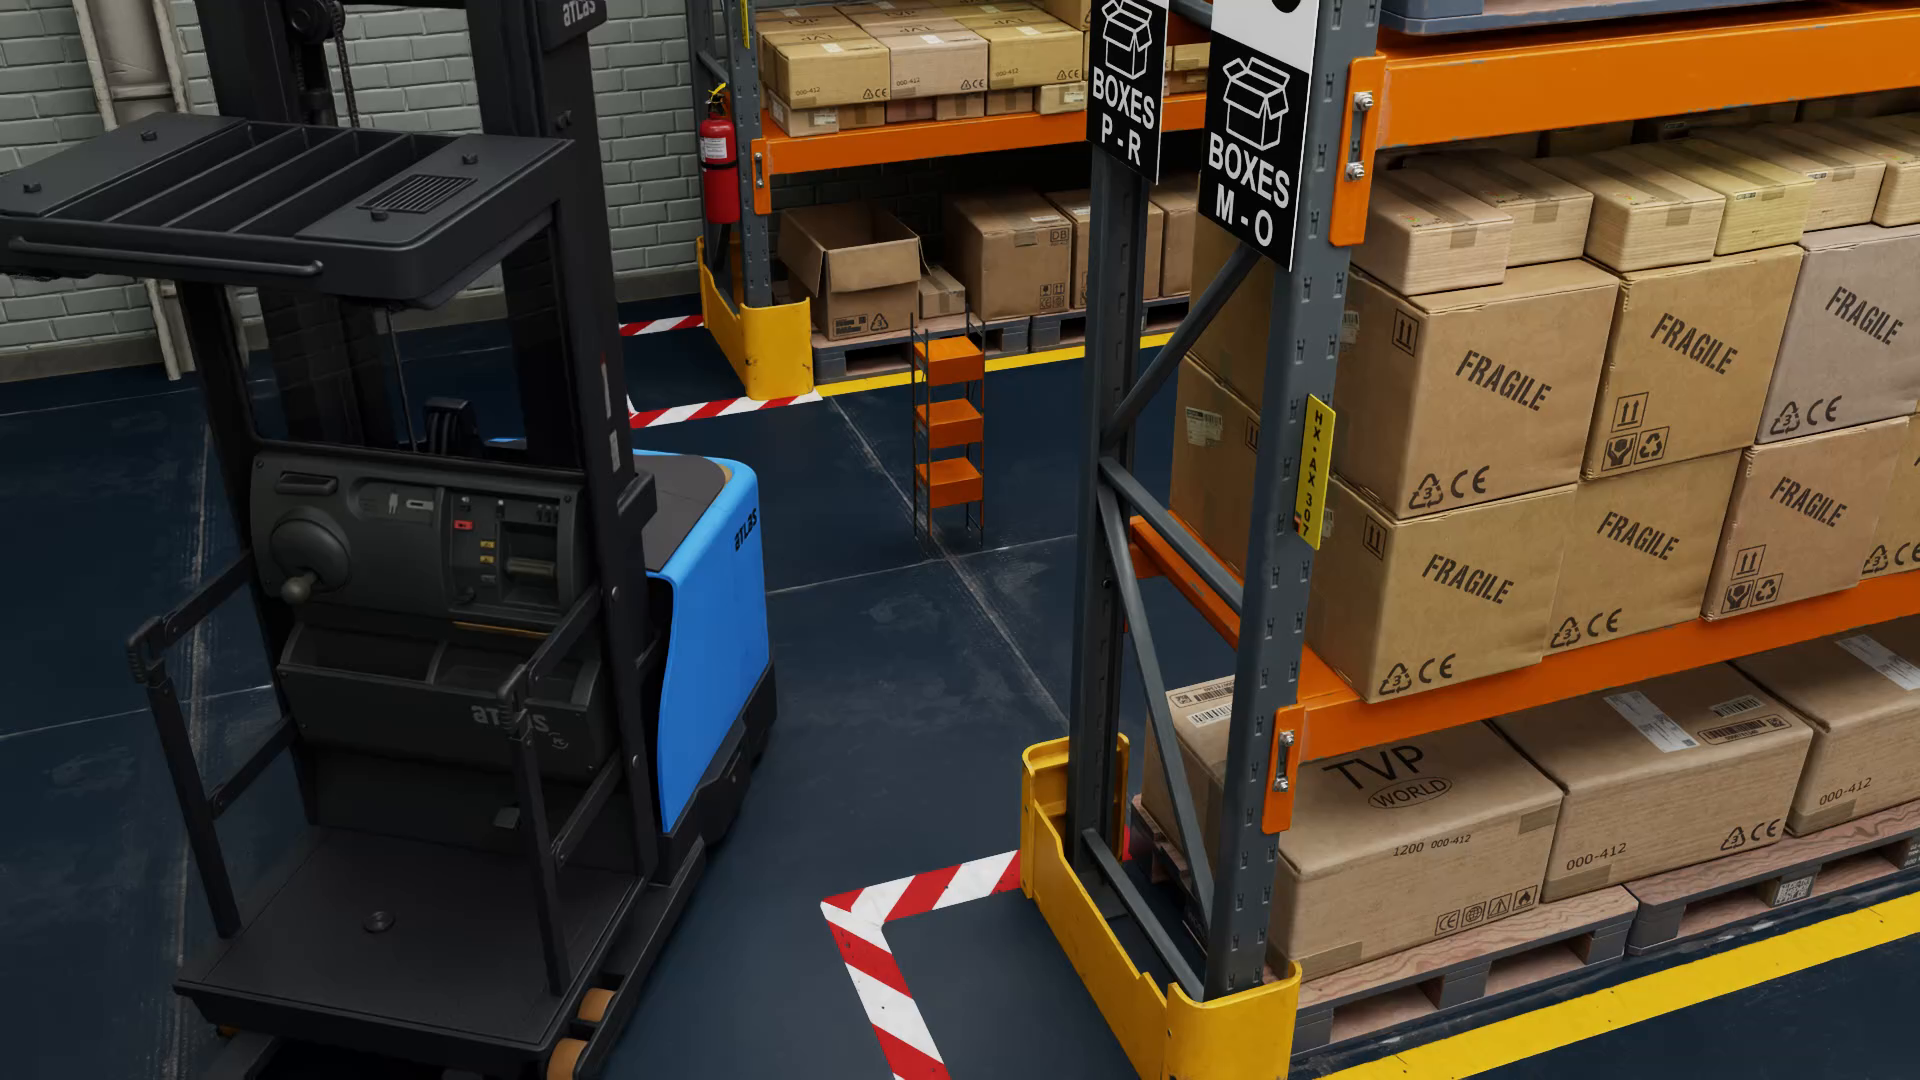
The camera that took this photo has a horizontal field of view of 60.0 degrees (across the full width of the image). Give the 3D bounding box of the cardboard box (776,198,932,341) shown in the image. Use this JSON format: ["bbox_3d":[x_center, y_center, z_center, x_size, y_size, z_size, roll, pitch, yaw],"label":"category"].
[{"bbox_3d":[-0.568,-1.451,8.864,0.637,0.503,0.797,-12,32,-20],"label":"cardboard box"}]

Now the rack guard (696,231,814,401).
[{"bbox_3d":[-1.104,-1.218,8.884,0.348,0.500,1.175,-10,31,-18],"label":"rack guard"}]

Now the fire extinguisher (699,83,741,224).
[{"bbox_3d":[-1.151,-1.856,7.932,0.183,0.674,0.296,-10,31,-18],"label":"fire extinguisher"}]

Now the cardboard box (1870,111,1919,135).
[{"bbox_3d":[2.457,-0.930,4.086,0.250,0.149,0.380,-11,32,-19],"label":"cardboard box"}]

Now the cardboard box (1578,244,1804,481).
[{"bbox_3d":[1.591,-0.510,4.004,0.500,0.500,0.500,-11,32,-19],"label":"cardboard box"}]

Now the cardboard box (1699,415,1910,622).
[{"bbox_3d":[2.057,-0.162,4.403,0.500,0.500,0.500,-11,31,-18],"label":"cardboard box"}]

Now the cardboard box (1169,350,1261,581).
[{"bbox_3d":[0.919,-0.239,4.538,0.500,0.500,0.500,-10,31,-17],"label":"cardboard box"}]

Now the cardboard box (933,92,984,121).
[{"bbox_3d":[-0.056,-2.254,8.429,0.250,0.149,0.380,-9,31,-16],"label":"cardboard box"}]

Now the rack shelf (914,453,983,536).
[{"bbox_3d":[-0.050,-0.196,7.117,0.240,0.259,0.215,-10,31,-18],"label":"rack shelf"}]

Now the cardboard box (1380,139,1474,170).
[{"bbox_3d":[1.056,-0.959,4.136,0.250,0.149,0.380,-10,31,-17],"label":"cardboard box"}]

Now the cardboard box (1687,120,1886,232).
[{"bbox_3d":[1.961,-0.875,3.990,0.250,0.149,0.380,-10,31,-17],"label":"cardboard box"}]

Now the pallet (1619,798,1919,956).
[{"bbox_3d":[2.423,0.839,5.563,1.213,0.211,1.003,-10,31,-18],"label":"pallet"}]

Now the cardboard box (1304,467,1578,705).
[{"bbox_3d":[1.110,0.018,4.088,0.500,0.500,0.500,-11,31,-18],"label":"cardboard box"}]

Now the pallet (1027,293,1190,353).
[{"bbox_3d":[0.785,-1.440,9.564,1.213,0.211,1.003,-10,31,-18],"label":"pallet"}]

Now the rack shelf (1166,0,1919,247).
[{"bbox_3d":[2.434,-1.325,4.242,4.000,0.370,1.077,-10,31,-18],"label":"rack shelf"}]

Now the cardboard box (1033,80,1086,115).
[{"bbox_3d":[0.454,-2.311,8.530,0.250,0.149,0.380,-11,32,-19],"label":"cardboard box"}]

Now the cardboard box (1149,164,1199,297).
[{"bbox_3d":[1.219,-1.758,9.407,0.500,0.500,0.700,-12,32,-19],"label":"cardboard box"}]

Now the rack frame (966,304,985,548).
[{"bbox_3d":[0.064,-0.468,7.011,0.008,1.050,0.200,-10,31,-18],"label":"rack frame"}]

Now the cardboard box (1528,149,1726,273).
[{"bbox_3d":[1.493,-0.752,3.773,0.250,0.149,0.380,-9,31,-16],"label":"cardboard box"}]

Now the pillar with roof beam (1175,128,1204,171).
[{"bbox_3d":[3.108,-3.889,4.986,0.400,9.000,9.100,-10,31,-18],"label":"pillar with roof beam"}]

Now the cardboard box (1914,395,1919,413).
[{"bbox_3d":[2.537,-0.689,4.318,0.500,0.500,0.500,-10,31,-17],"label":"cardboard box"}]

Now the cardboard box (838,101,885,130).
[{"bbox_3d":[-0.549,-2.177,8.295,0.250,0.149,0.380,-10,31,-16],"label":"cardboard box"}]

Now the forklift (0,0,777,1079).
[{"bbox_3d":[-1.485,0.053,4.197,1.130,2.935,3.031,6,30,11],"label":"forklift"}]

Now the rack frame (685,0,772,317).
[{"bbox_3d":[-1.175,-2.291,8.242,0.127,3.000,1.000,-10,31,-18],"label":"rack frame"}]

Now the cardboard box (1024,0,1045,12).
[{"bbox_3d":[0.603,-2.820,9.020,0.500,0.250,0.500,-10,31,-18],"label":"cardboard box"}]

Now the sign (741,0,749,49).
[{"bbox_3d":[-0.985,-2.416,7.586,0.005,0.325,0.100,-10,31,-18],"label":"sign"}]

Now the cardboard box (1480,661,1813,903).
[{"bbox_3d":[1.998,0.620,5.297,0.875,0.438,0.875,-10,31,-16],"label":"cardboard box"}]

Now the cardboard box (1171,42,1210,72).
[{"bbox_3d":[1.246,-2.672,8.760,0.500,0.250,0.500,-11,31,-18],"label":"cardboard box"}]

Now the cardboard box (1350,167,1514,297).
[{"bbox_3d":[0.989,-0.682,3.650,0.250,0.149,0.380,-10,31,-17],"label":"cardboard box"}]

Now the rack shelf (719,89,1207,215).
[{"bbox_3d":[0.700,-2.324,9.026,4.000,0.370,1.077,-10,31,-18],"label":"rack shelf"}]

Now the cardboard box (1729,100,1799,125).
[{"bbox_3d":[2.003,-1.149,4.471,0.250,0.149,0.380,-10,31,-16],"label":"cardboard box"}]

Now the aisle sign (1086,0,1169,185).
[{"bbox_3d":[0.384,-1.250,3.788,0.004,0.787,0.394,-10,31,-18],"label":"aisle sign"}]

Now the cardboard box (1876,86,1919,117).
[{"bbox_3d":[2.488,-1.251,4.649,0.250,0.149,0.380,-10,31,-17],"label":"cardboard box"}]

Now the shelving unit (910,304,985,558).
[{"bbox_3d":[-0.050,-0.447,6.974,0.252,1.050,0.215,-10,31,-18],"label":"shelving unit"}]

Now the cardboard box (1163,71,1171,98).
[{"bbox_3d":[0.911,-2.442,8.761,0.250,0.149,0.380,-11,31,-18],"label":"cardboard box"}]

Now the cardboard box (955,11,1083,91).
[{"bbox_3d":[0.291,-2.485,8.432,0.500,0.250,0.500,-11,31,-19],"label":"cardboard box"}]

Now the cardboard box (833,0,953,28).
[{"bbox_3d":[-0.352,-2.646,8.716,0.500,0.250,0.500,-10,31,-17],"label":"cardboard box"}]

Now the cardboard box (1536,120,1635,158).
[{"bbox_3d":[1.519,-1.067,4.326,0.250,0.149,0.380,-10,31,-16],"label":"cardboard box"}]

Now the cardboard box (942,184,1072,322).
[{"bbox_3d":[0.246,-1.579,9.092,0.500,0.500,0.700,-9,31,-16],"label":"cardboard box"}]

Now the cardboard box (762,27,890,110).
[{"bbox_3d":[-0.656,-2.309,8.123,0.500,0.250,0.500,-10,31,-17],"label":"cardboard box"}]
